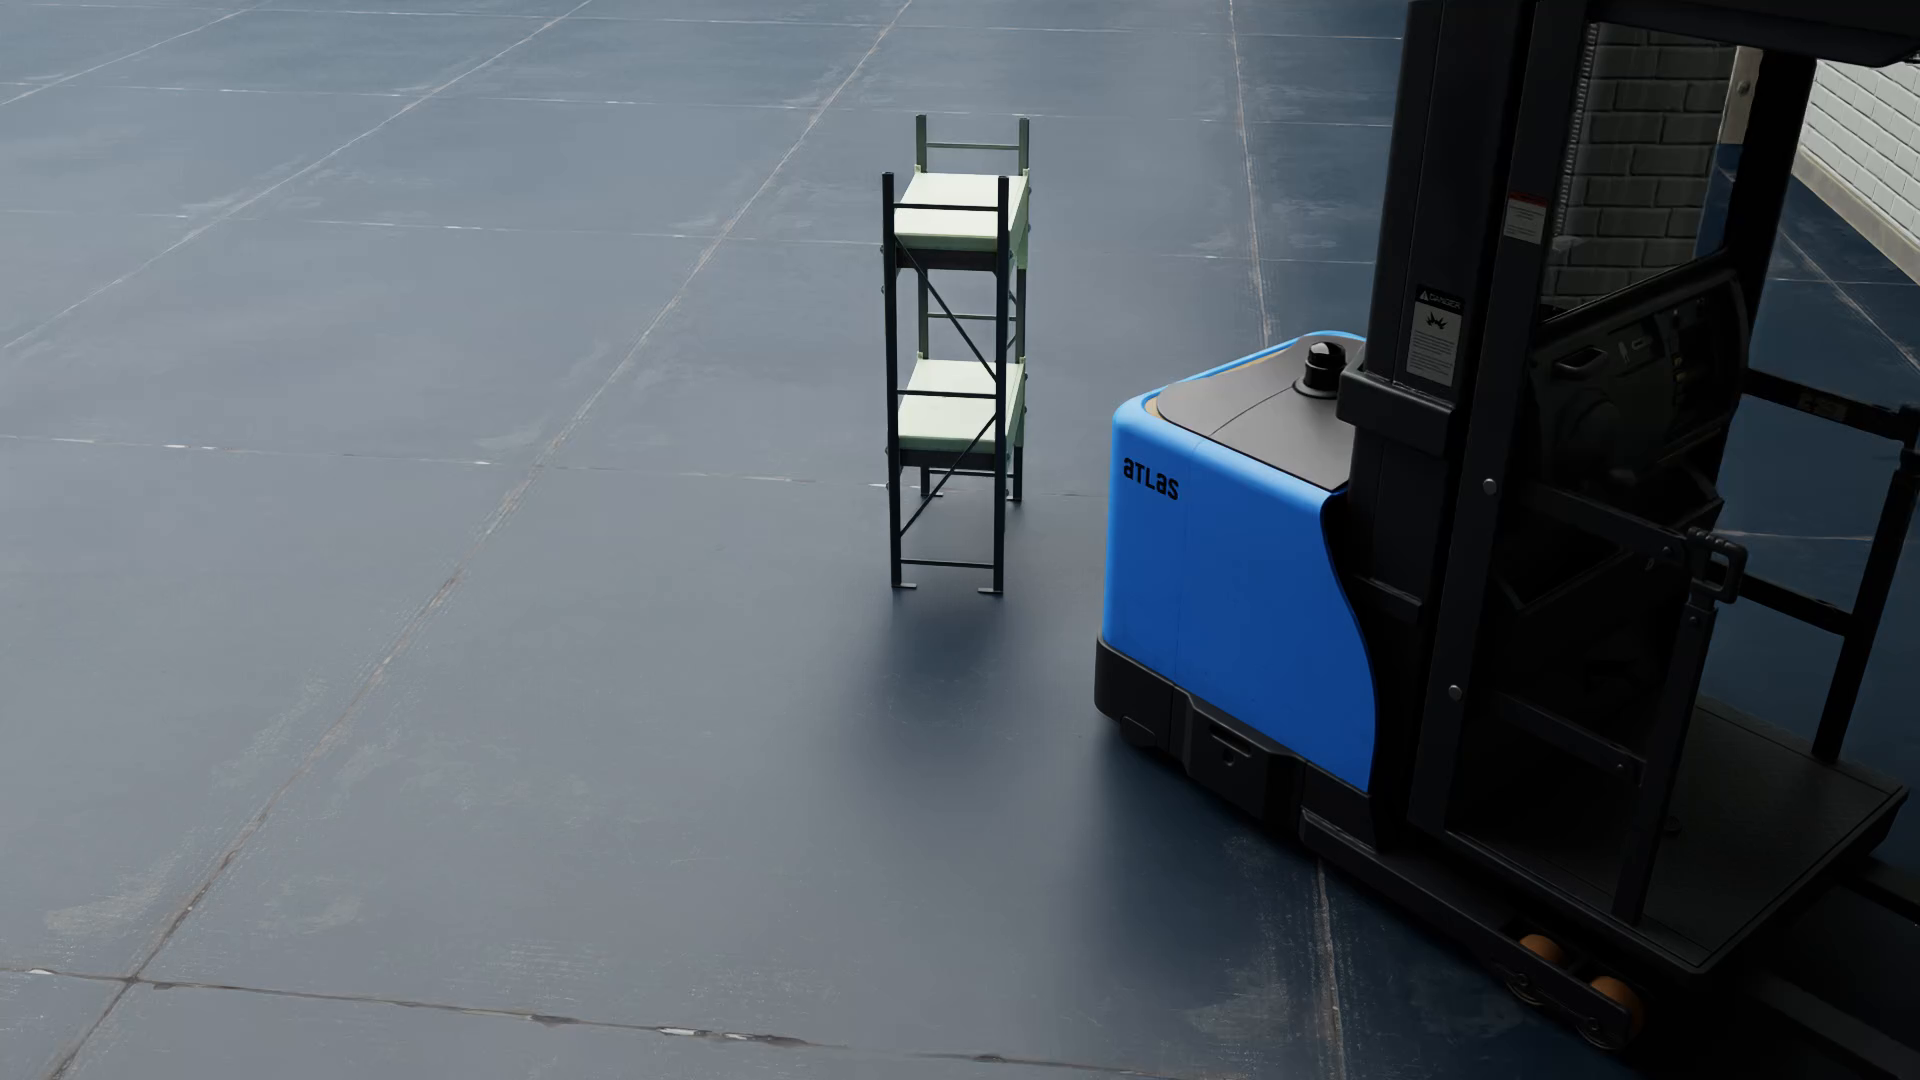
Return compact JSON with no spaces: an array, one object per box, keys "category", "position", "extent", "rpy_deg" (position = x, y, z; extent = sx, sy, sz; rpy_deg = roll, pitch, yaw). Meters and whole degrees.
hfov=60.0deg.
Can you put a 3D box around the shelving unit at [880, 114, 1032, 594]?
[{"category":"shelving unit","position":[-0.001,-0.657,5.888],"extent":[0.431,1.500,0.755],"rpy_deg":[3,28,6]}]

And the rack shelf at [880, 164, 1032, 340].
[{"category":"rack shelf","position":[-0.001,-1.001,5.703],"extent":[0.431,0.370,0.720],"rpy_deg":[3,28,6]}]

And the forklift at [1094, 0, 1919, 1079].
[{"category":"forklift","position":[1.751,-0.343,3.797],"extent":[1.130,2.935,3.031],"rpy_deg":[-22,35,-35]}]

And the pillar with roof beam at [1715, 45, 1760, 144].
[{"category":"pillar with roof beam","position":[1.014,-6.972,9.703],"extent":[9.100,9.000,0.400],"rpy_deg":[3,28,6]}]

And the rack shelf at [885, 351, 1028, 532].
[{"category":"rack shelf","position":[-0.001,-0.370,6.043],"extent":[0.431,0.370,0.720],"rpy_deg":[3,28,6]}]

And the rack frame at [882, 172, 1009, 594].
[{"category":"rack frame","position":[-0.046,-0.485,5.569],"extent":[0.400,1.500,0.023],"rpy_deg":[3,28,6]}]

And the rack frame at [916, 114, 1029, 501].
[{"category":"rack frame","position":[0.044,-0.829,6.208],"extent":[0.400,1.500,0.023],"rpy_deg":[3,28,6]}]
